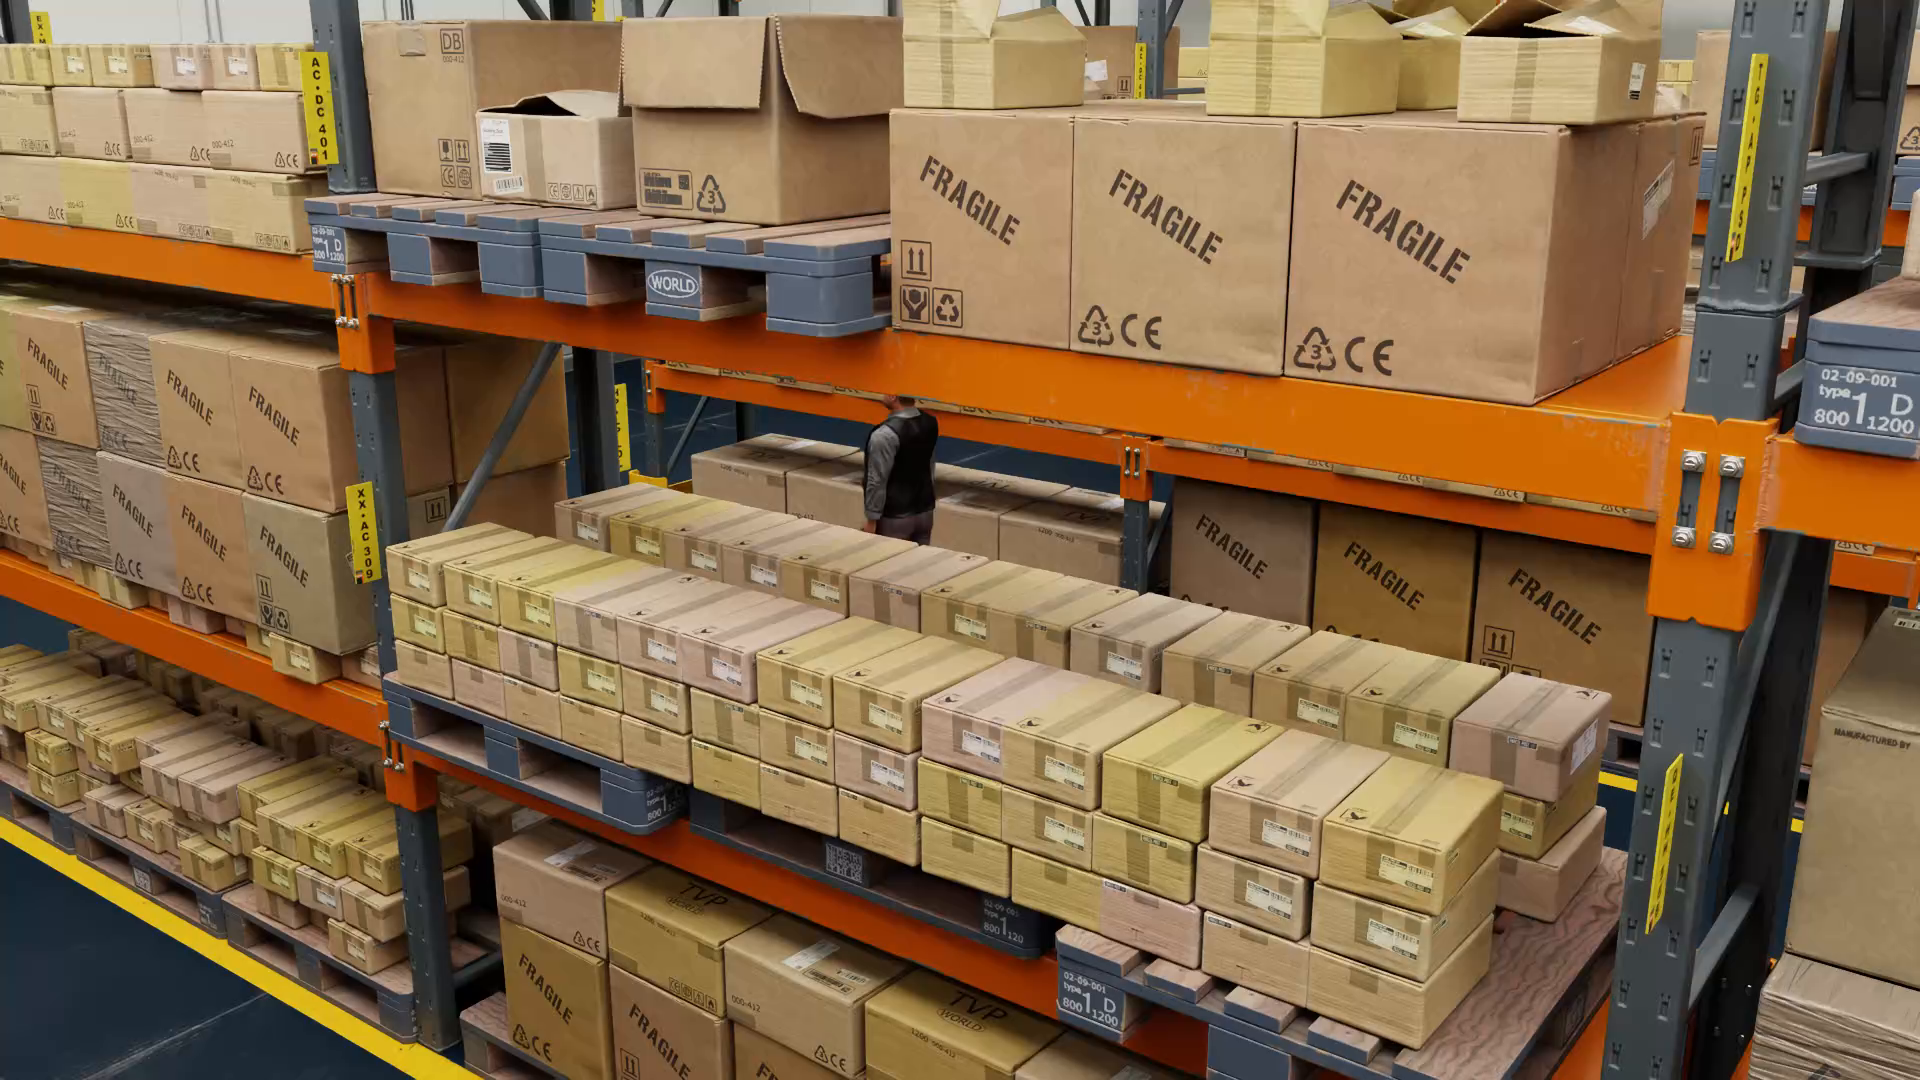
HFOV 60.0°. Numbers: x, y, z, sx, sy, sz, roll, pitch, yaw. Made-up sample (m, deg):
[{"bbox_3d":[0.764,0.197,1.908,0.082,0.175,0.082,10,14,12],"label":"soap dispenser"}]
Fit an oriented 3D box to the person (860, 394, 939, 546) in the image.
[{"bbox_3d":[-0.355,-0.123,9.510,0.358,1.725,0.531,13,21,37],"label":"person"}]
